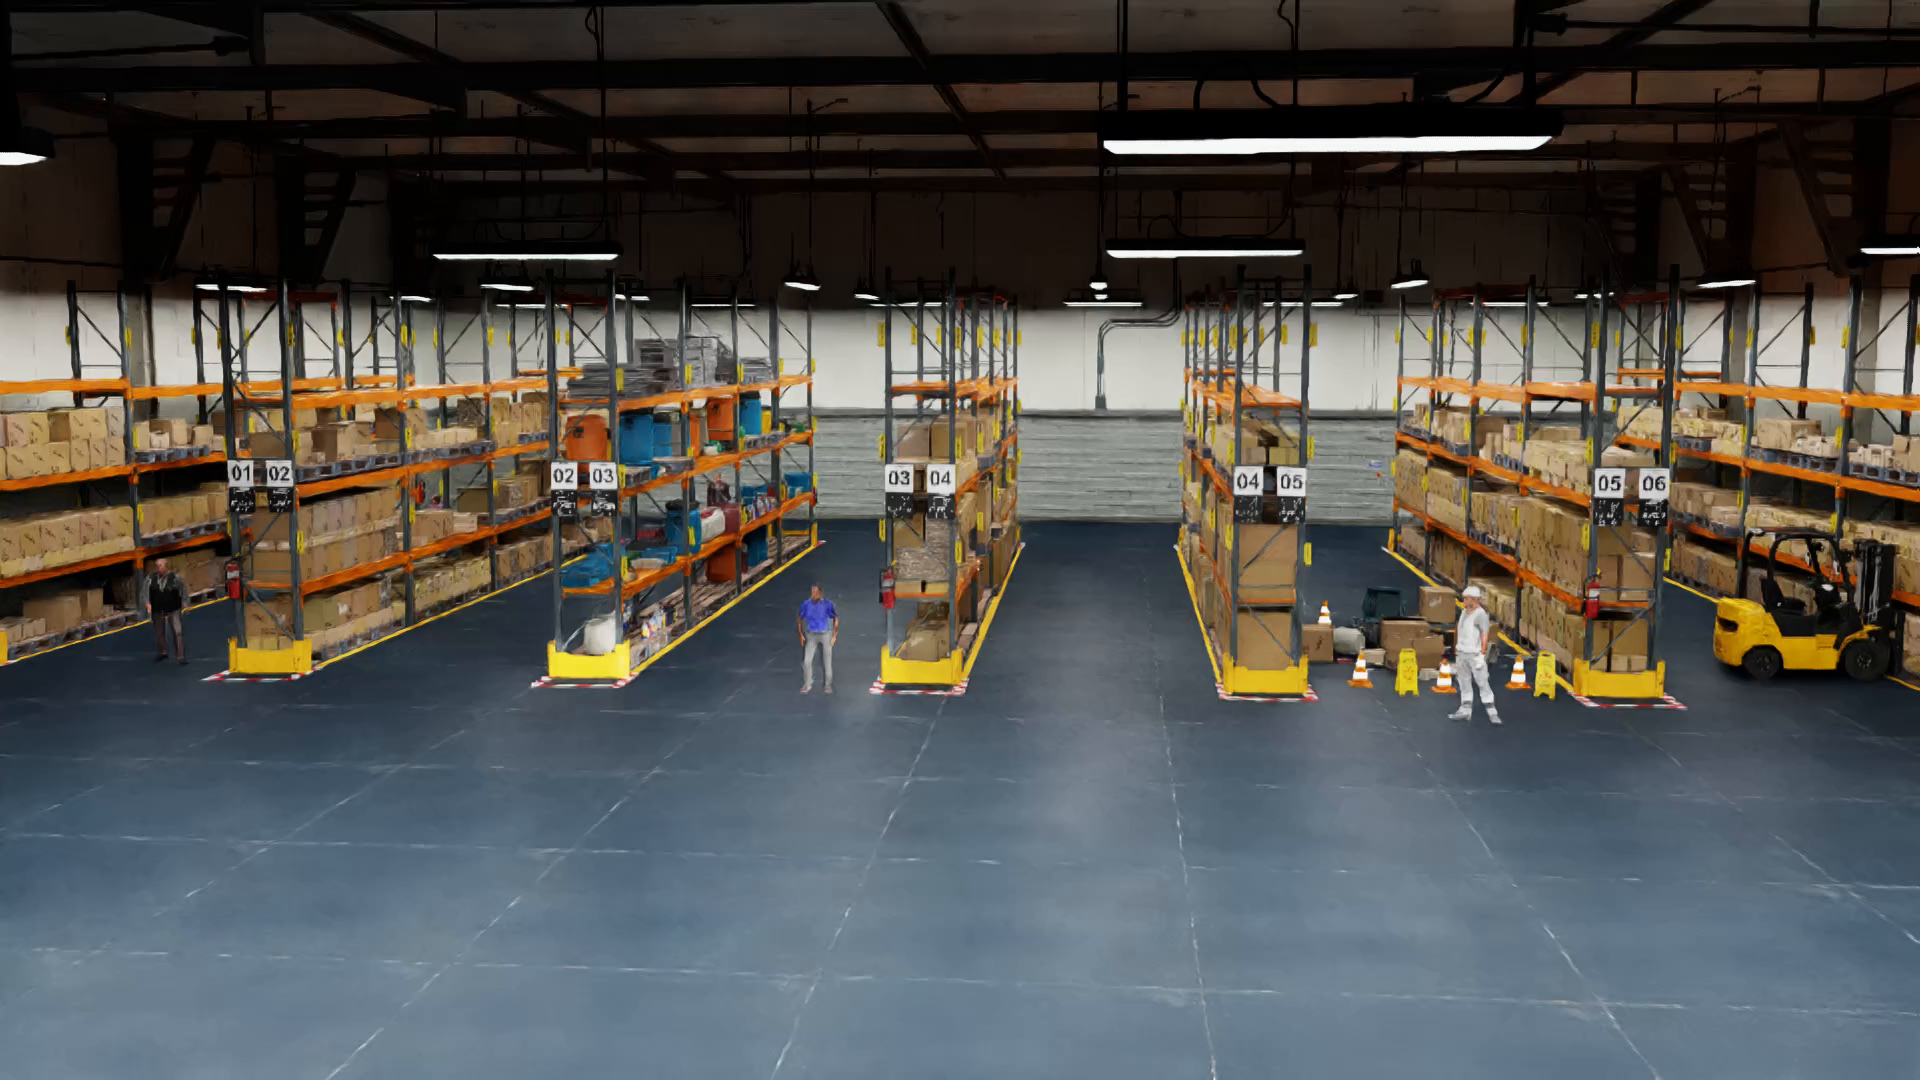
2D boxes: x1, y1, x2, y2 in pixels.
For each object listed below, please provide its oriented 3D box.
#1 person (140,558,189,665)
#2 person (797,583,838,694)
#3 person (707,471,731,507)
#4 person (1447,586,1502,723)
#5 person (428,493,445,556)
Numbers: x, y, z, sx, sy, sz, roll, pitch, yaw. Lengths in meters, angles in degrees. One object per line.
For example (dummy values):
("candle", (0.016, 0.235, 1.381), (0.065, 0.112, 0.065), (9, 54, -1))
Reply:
("person", (-12.179, 1.077, 25.534), (0.679, 1.661, 0.830), (-2, 7, -13))
("person", (-2.002, 1.379, 23.411), (0.592, 1.604, 0.513), (0, 7, 3))
("person", (-5.975, -0.854, 41.139), (0.598, 1.698, 1.193), (1, 7, 7))
("person", (6.759, 1.492, 21.739), (0.477, 1.788, 0.736), (-3, 8, -24))
("person", (-11.760, -0.302, 37.389), (0.417, 1.517, 1.037), (1, 7, 7))
